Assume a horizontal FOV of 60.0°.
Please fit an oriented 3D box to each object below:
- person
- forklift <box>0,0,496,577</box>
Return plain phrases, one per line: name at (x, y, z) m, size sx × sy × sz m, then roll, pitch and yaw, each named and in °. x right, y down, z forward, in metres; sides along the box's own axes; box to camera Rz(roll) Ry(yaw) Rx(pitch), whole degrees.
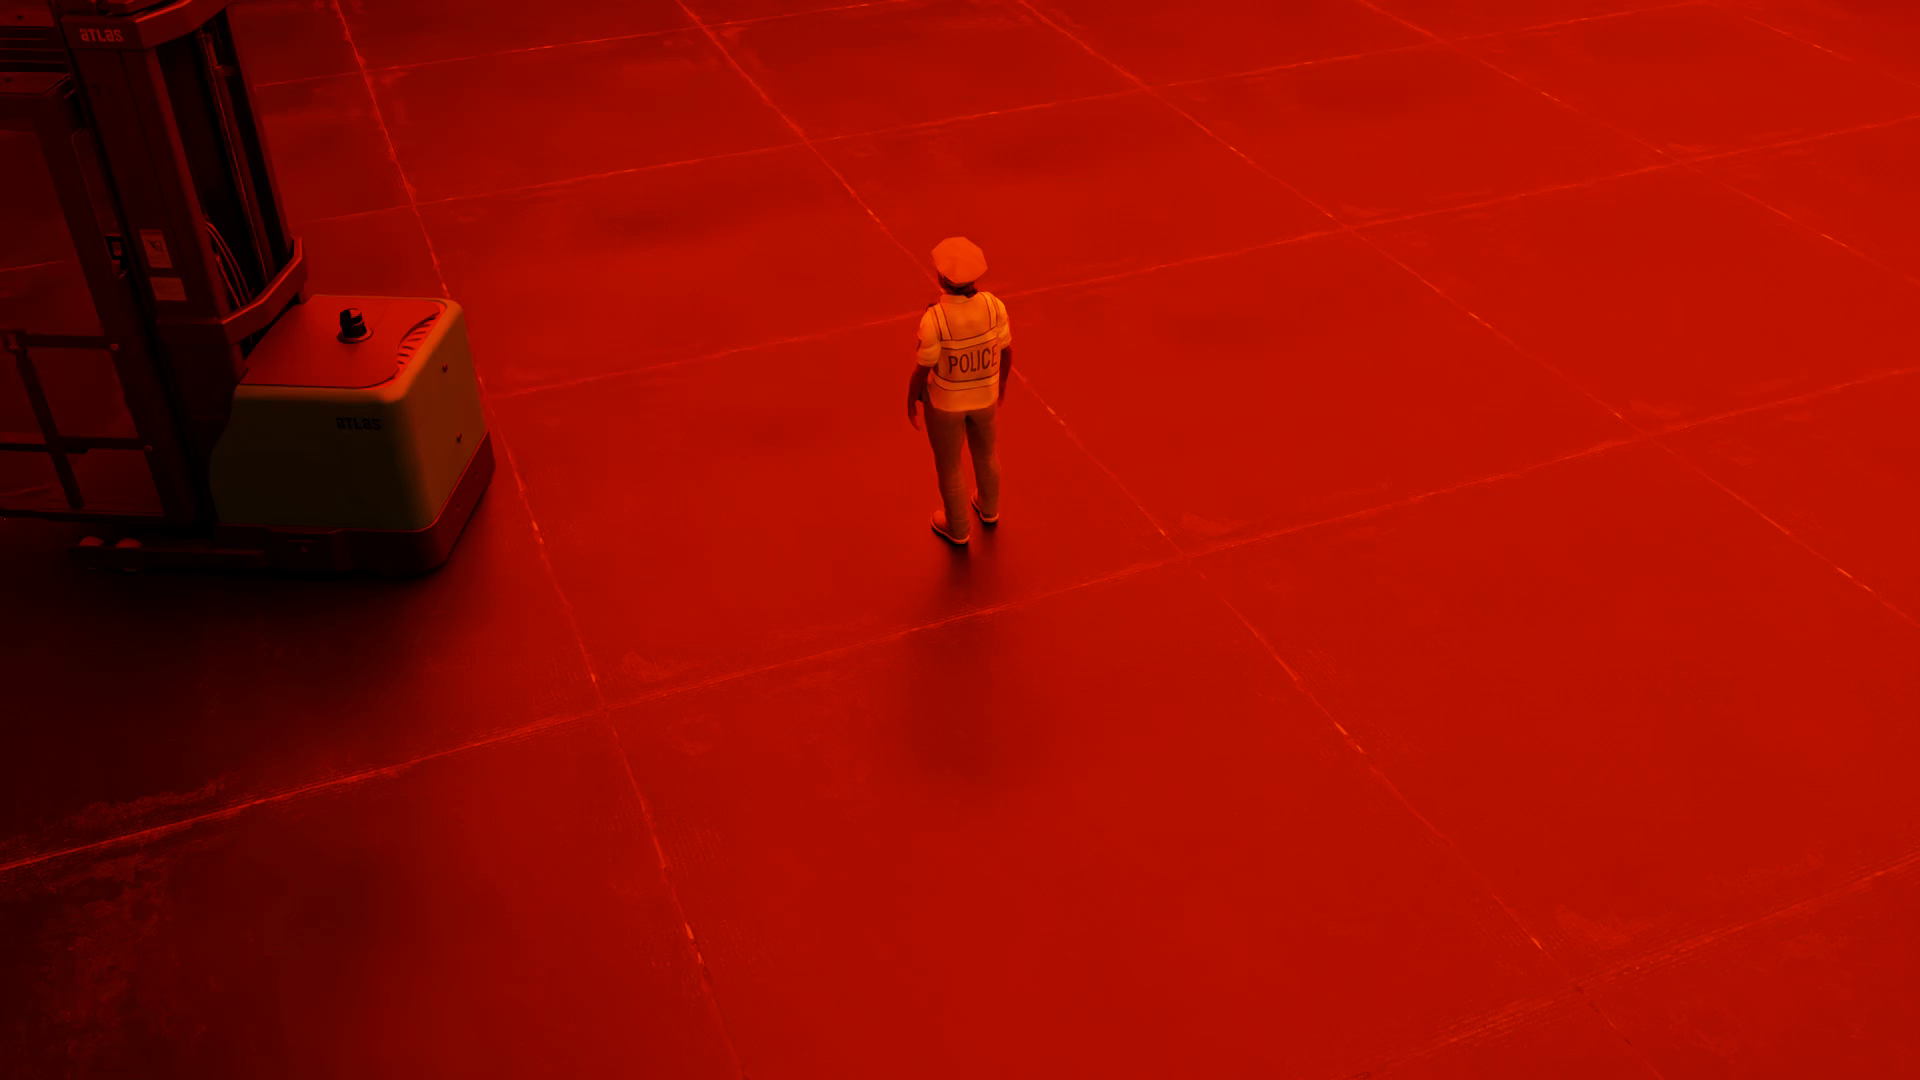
person at (-0.012, -0.741, 8.195) m, size 0.570 × 1.697 × 0.528 m, roll -14°, pitch 38°, yaw -19°
forklift at (-4.070, -1.339, 7.982) m, size 3.031 × 2.935 × 1.130 m, roll 2°, pitch 35°, yaw 3°
